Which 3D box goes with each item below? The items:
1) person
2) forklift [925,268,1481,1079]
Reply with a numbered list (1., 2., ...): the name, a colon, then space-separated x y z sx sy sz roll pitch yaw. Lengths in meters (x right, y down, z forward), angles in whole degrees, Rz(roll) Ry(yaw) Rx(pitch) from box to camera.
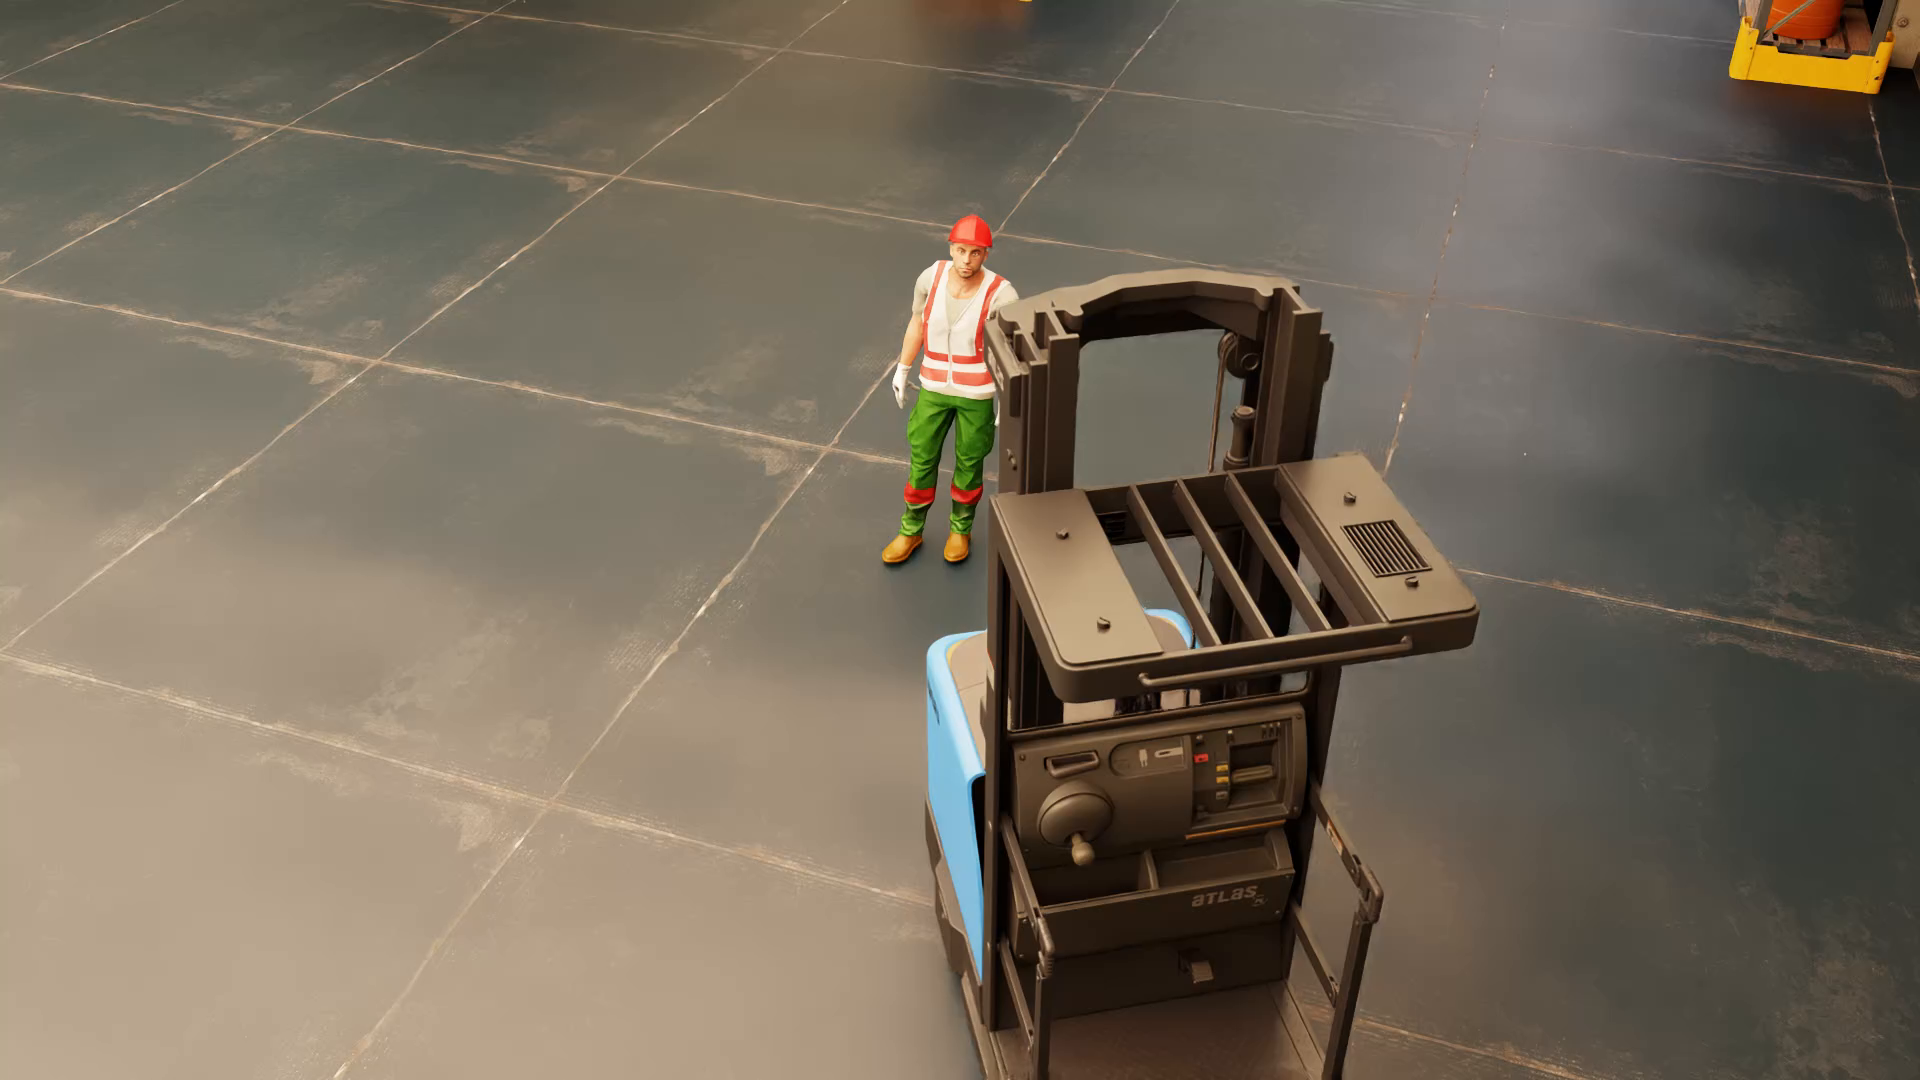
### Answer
1. person: -0.038 -0.694 8.064 0.637 1.790 0.562 12 37 16
2. forklift: 0.671 0.820 4.954 1.130 2.935 3.031 -7 36 -10
